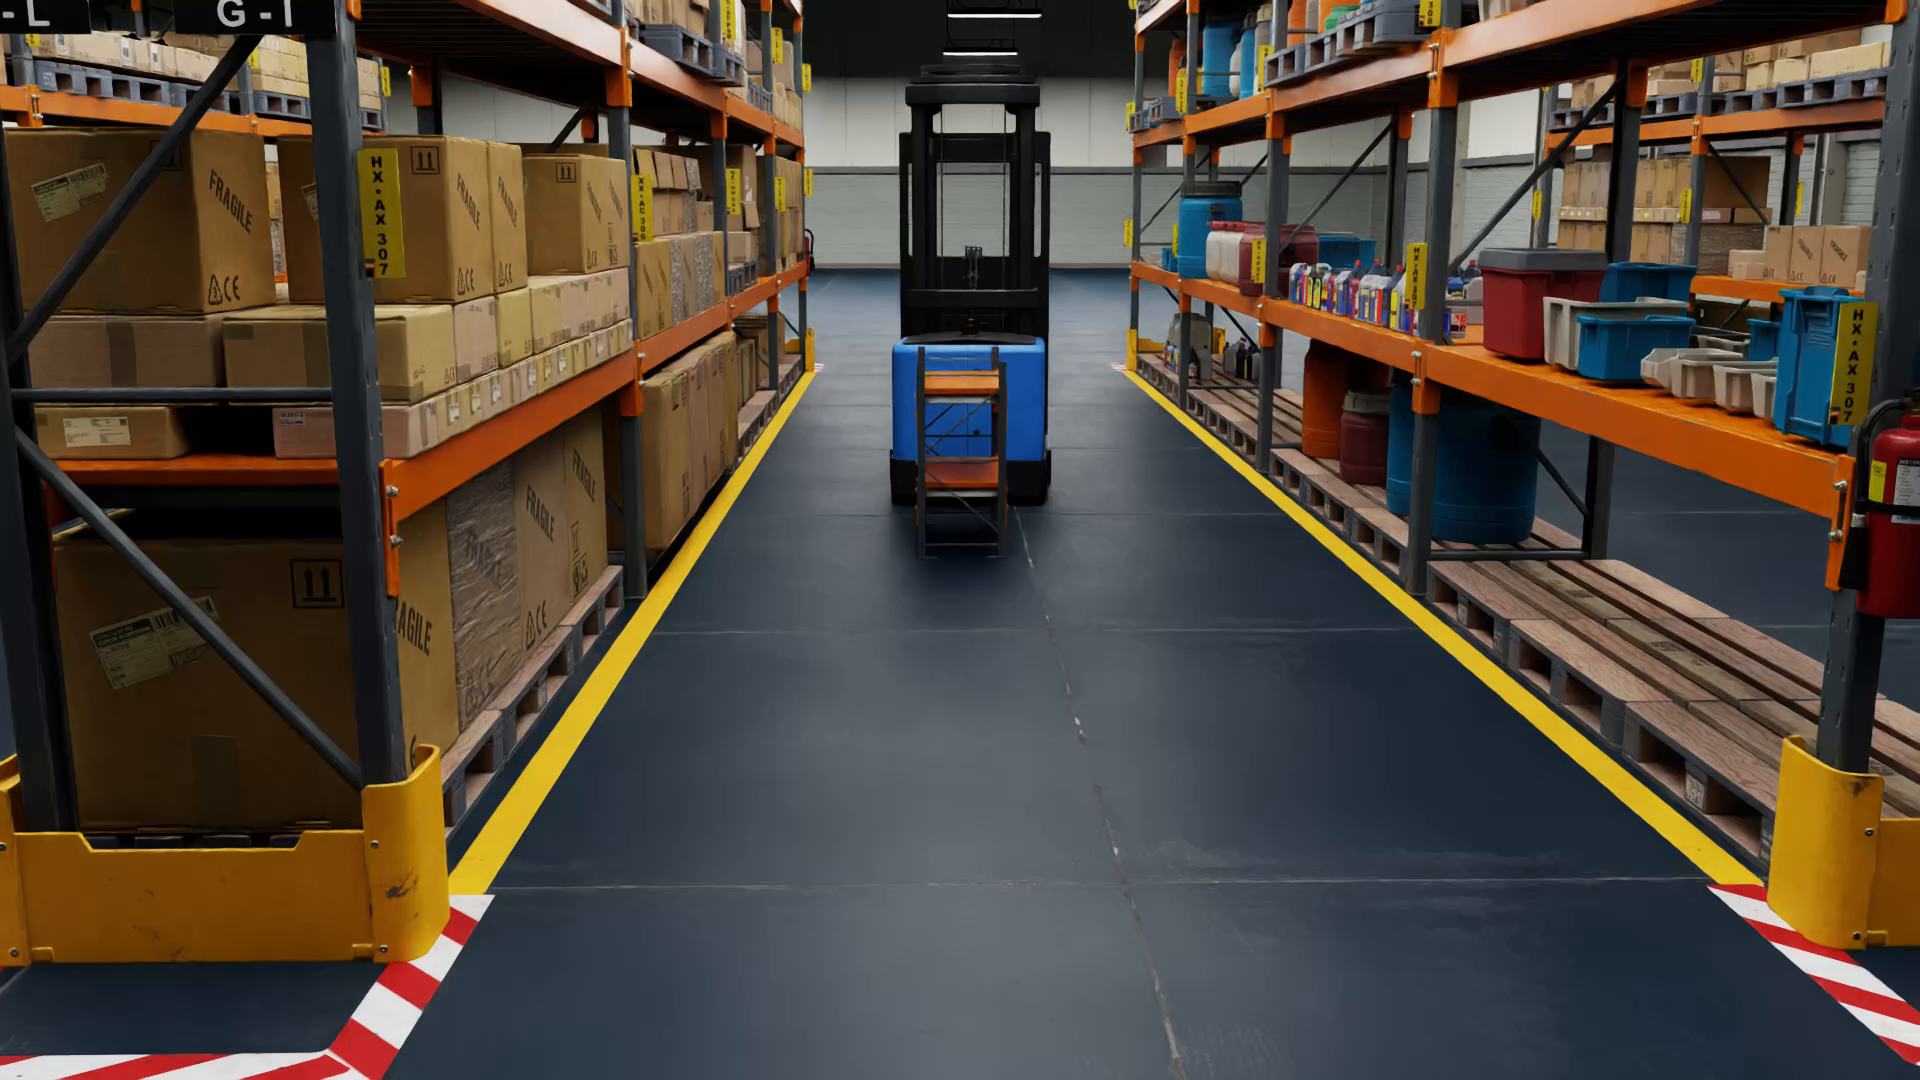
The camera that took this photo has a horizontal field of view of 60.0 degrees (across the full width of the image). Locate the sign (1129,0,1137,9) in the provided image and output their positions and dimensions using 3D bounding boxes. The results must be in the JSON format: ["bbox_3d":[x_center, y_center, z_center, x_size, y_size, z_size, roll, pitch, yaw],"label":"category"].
[{"bbox_3d":[2.035,-6.409,19.541,0.100,0.325,0.005,0,11,-1],"label":"sign"}]

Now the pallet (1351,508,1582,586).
[{"bbox_3d":[2.858,0.026,9.400,1.003,0.211,1.213,0,11,-1],"label":"pallet"}]

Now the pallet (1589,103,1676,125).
[{"bbox_3d":[7.554,-4.635,18.039,1.003,0.211,1.213,0,11,-1],"label":"pallet"}]

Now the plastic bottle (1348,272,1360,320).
[{"bbox_3d":[2.425,-1.498,10.194,0.061,0.283,0.133,0,11,-1],"label":"plastic bottle"}]

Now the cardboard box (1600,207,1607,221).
[{"bbox_3d":[7.359,-3.624,18.495,0.380,0.149,0.250,0,11,-2],"label":"cardboard box"}]

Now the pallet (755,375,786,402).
[{"bbox_3d":[-2.334,-1.524,17.038,1.003,0.211,1.213,0,11,-1],"label":"pallet"}]

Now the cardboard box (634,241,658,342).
[{"bbox_3d":[-1.879,-1.308,8.711,0.500,0.500,0.500,0,11,-1],"label":"cardboard box"}]

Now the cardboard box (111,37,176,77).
[{"bbox_3d":[-6.989,-4.090,14.048,0.500,0.311,0.500,-1,11,-3],"label":"cardboard box"}]

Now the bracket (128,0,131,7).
[{"bbox_3d":[-18.150,-11.714,36.114,0.235,0.232,0.430,0,11,-1],"label":"bracket"}]

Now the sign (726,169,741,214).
[{"bbox_3d":[-1.647,-2.532,12.084,0.100,0.325,0.005,0,11,-1],"label":"sign"}]

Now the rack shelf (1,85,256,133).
[{"bbox_3d":[-7.204,-3.477,13.916,1.077,0.370,4.000,0,11,-1],"label":"rack shelf"}]

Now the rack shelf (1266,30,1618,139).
[{"bbox_3d":[2.791,-2.702,10.098,1.077,0.370,4.000,0,11,-1],"label":"rack shelf"}]

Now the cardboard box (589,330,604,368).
[{"bbox_3d":[-1.769,-0.831,7.242,0.380,0.149,0.250,0,11,0],"label":"cardboard box"}]

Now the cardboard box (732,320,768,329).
[{"bbox_3d":[-2.330,-2.165,18.419,0.500,0.500,0.500,1,11,4],"label":"cardboard box"}]

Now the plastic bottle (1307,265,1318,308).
[{"bbox_3d":[2.403,-1.719,11.280,0.061,0.283,0.133,0,11,-1],"label":"plastic bottle"}]

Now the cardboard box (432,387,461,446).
[{"bbox_3d":[-1.721,-0.371,4.977,0.380,0.149,0.250,0,11,-2],"label":"cardboard box"}]

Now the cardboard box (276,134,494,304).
[{"bbox_3d":[-1.787,-1.007,5.222,0.500,0.500,0.500,-1,11,-3],"label":"cardboard box"}]

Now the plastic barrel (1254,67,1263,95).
[{"bbox_3d":[2.490,-3.636,13.242,0.301,0.262,0.301,0,11,0],"label":"plastic barrel"}]

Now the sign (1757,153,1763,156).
[{"bbox_3d":[13.331,-6.300,27.736,0.001,0.298,0.199,0,11,-1],"label":"sign"}]

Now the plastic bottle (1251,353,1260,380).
[{"bbox_3d":[3.065,-1.787,17.068,0.152,0.276,0.135,0,11,1],"label":"plastic bottle"}]

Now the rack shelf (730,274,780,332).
[{"bbox_3d":[-2.243,-2.007,14.216,1.077,0.370,4.000,0,11,-1],"label":"rack shelf"}]

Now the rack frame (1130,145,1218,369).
[{"bbox_3d":[2.585,-3.572,20.123,1.000,3.000,0.127,0,11,-1],"label":"rack frame"}]

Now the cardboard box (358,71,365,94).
[{"bbox_3d":[-7.029,-5.153,18.693,0.500,0.250,0.500,0,11,-1],"label":"cardboard box"}]

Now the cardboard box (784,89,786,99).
[{"bbox_3d":[-2.071,-4.777,17.890,0.380,0.149,0.250,-1,11,-4],"label":"cardboard box"}]

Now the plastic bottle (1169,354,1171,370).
[{"bbox_3d":[2.322,-1.947,18.044,0.097,0.201,0.097,0,11,0],"label":"plastic bottle"}]

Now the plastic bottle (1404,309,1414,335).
[{"bbox_3d":[2.451,-1.253,8.982,0.061,0.283,0.133,0,11,-1],"label":"plastic bottle"}]

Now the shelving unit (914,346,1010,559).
[{"bbox_3d":[0.000,-0.550,9.941,0.538,1.125,1.048,0,11,-1],"label":"shelving unit"}]

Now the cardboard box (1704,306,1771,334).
[{"bbox_3d":[7.923,-2.116,16.918,0.500,0.500,0.500,0,11,-1],"label":"cardboard box"}]

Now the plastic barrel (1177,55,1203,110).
[{"bbox_3d":[2.735,-5.114,18.650,0.600,0.588,0.600,0,11,0],"label":"plastic barrel"}]

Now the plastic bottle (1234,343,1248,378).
[{"bbox_3d":[2.921,-1.856,17.220,0.144,0.351,0.185,0,11,-1],"label":"plastic bottle"}]

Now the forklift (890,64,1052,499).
[{"bbox_3d":[0.119,-1.964,12.369,1.130,2.935,3.031,1,11,3],"label":"forklift"}]

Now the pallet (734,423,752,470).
[{"bbox_3d":[-2.217,-0.750,13.227,1.003,0.211,1.213,0,11,-1],"label":"pallet"}]

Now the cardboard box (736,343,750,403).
[{"bbox_3d":[-2.302,-1.530,15.239,0.700,0.500,0.500,0,11,-2],"label":"cardboard box"}]

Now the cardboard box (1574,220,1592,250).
[{"bbox_3d":[7.550,-3.444,19.238,0.700,0.500,0.500,0,11,0],"label":"cardboard box"}]

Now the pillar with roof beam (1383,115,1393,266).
[{"bbox_3d":[8.445,-12.363,48.367,9.100,9.000,0.548,0,11,-1],"label":"pillar with roof beam"}]

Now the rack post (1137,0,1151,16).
[{"bbox_3d":[2.473,-6.117,18.833,0.937,0.300,0.954,1,12,5],"label":"rack post"}]

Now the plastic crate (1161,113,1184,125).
[{"bbox_3d":[2.230,-4.435,17.497,0.243,0.136,0.396,0,11,-1],"label":"plastic crate"}]

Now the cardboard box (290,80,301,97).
[{"bbox_3d":[-6.929,-4.583,16.885,0.380,0.149,0.250,0,11,-2],"label":"cardboard box"}]

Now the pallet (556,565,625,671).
[{"bbox_3d":[-2.182,0.351,7.796,1.003,0.211,1.213,0,11,-1],"label":"pallet"}]

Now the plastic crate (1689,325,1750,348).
[{"bbox_3d":[3.124,-0.860,7.296,0.437,0.125,0.590,0,11,-1],"label":"plastic crate"}]

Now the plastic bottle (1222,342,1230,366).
[{"bbox_3d":[2.932,-2.043,18.309,0.061,0.283,0.133,0,11,-1],"label":"plastic bottle"}]

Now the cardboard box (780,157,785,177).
[{"bbox_3d":[-2.051,-3.632,16.901,0.500,0.500,0.500,0,11,-1],"label":"cardboard box"}]

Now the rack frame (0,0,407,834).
[{"bbox_3d":[-2.037,-0.371,4.346,1.000,3.000,0.127,0,11,-1],"label":"rack frame"}]

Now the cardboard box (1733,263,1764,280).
[{"bbox_3d":[7.434,-2.497,15.453,0.380,0.149,0.250,0,11,-1],"label":"cardboard box"}]

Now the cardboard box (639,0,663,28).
[{"bbox_3d":[-2.138,-3.282,9.833,0.797,0.503,0.637,0,11,-2],"label":"cardboard box"}]

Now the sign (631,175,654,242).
[{"bbox_3d":[-1.564,-1.632,8.184,0.100,0.325,0.005,0,11,-1],"label":"sign"}]

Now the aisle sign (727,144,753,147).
[{"bbox_3d":[-2.668,-4.837,19.819,0.394,0.787,0.004,0,11,-1],"label":"aisle sign"}]

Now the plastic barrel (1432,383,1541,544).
[{"bbox_3d":[2.839,-0.473,9.066,0.600,0.901,0.708,0,11,-1],"label":"plastic barrel"}]

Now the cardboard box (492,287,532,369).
[{"bbox_3d":[-1.801,-0.743,5.809,0.500,0.250,0.500,-1,11,-3],"label":"cardboard box"}]

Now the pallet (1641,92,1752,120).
[{"bbox_3d":[7.576,-4.393,16.846,1.003,0.211,1.213,0,11,-1],"label":"pallet"}]

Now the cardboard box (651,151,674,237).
[{"bbox_3d":[-2.172,-2.094,10.062,0.797,0.503,0.637,0,11,1],"label":"cardboard box"}]

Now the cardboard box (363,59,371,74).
[{"bbox_3d":[-6.978,-5.429,19.050,0.380,0.149,0.250,0,11,-1],"label":"cardboard box"}]

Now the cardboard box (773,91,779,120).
[{"bbox_3d":[-2.038,-4.244,16.267,0.500,0.250,0.500,-1,11,-3],"label":"cardboard box"}]

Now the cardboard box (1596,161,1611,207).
[{"bbox_3d":[7.563,-3.969,18.562,0.700,0.500,0.500,0,11,-1],"label":"cardboard box"}]
